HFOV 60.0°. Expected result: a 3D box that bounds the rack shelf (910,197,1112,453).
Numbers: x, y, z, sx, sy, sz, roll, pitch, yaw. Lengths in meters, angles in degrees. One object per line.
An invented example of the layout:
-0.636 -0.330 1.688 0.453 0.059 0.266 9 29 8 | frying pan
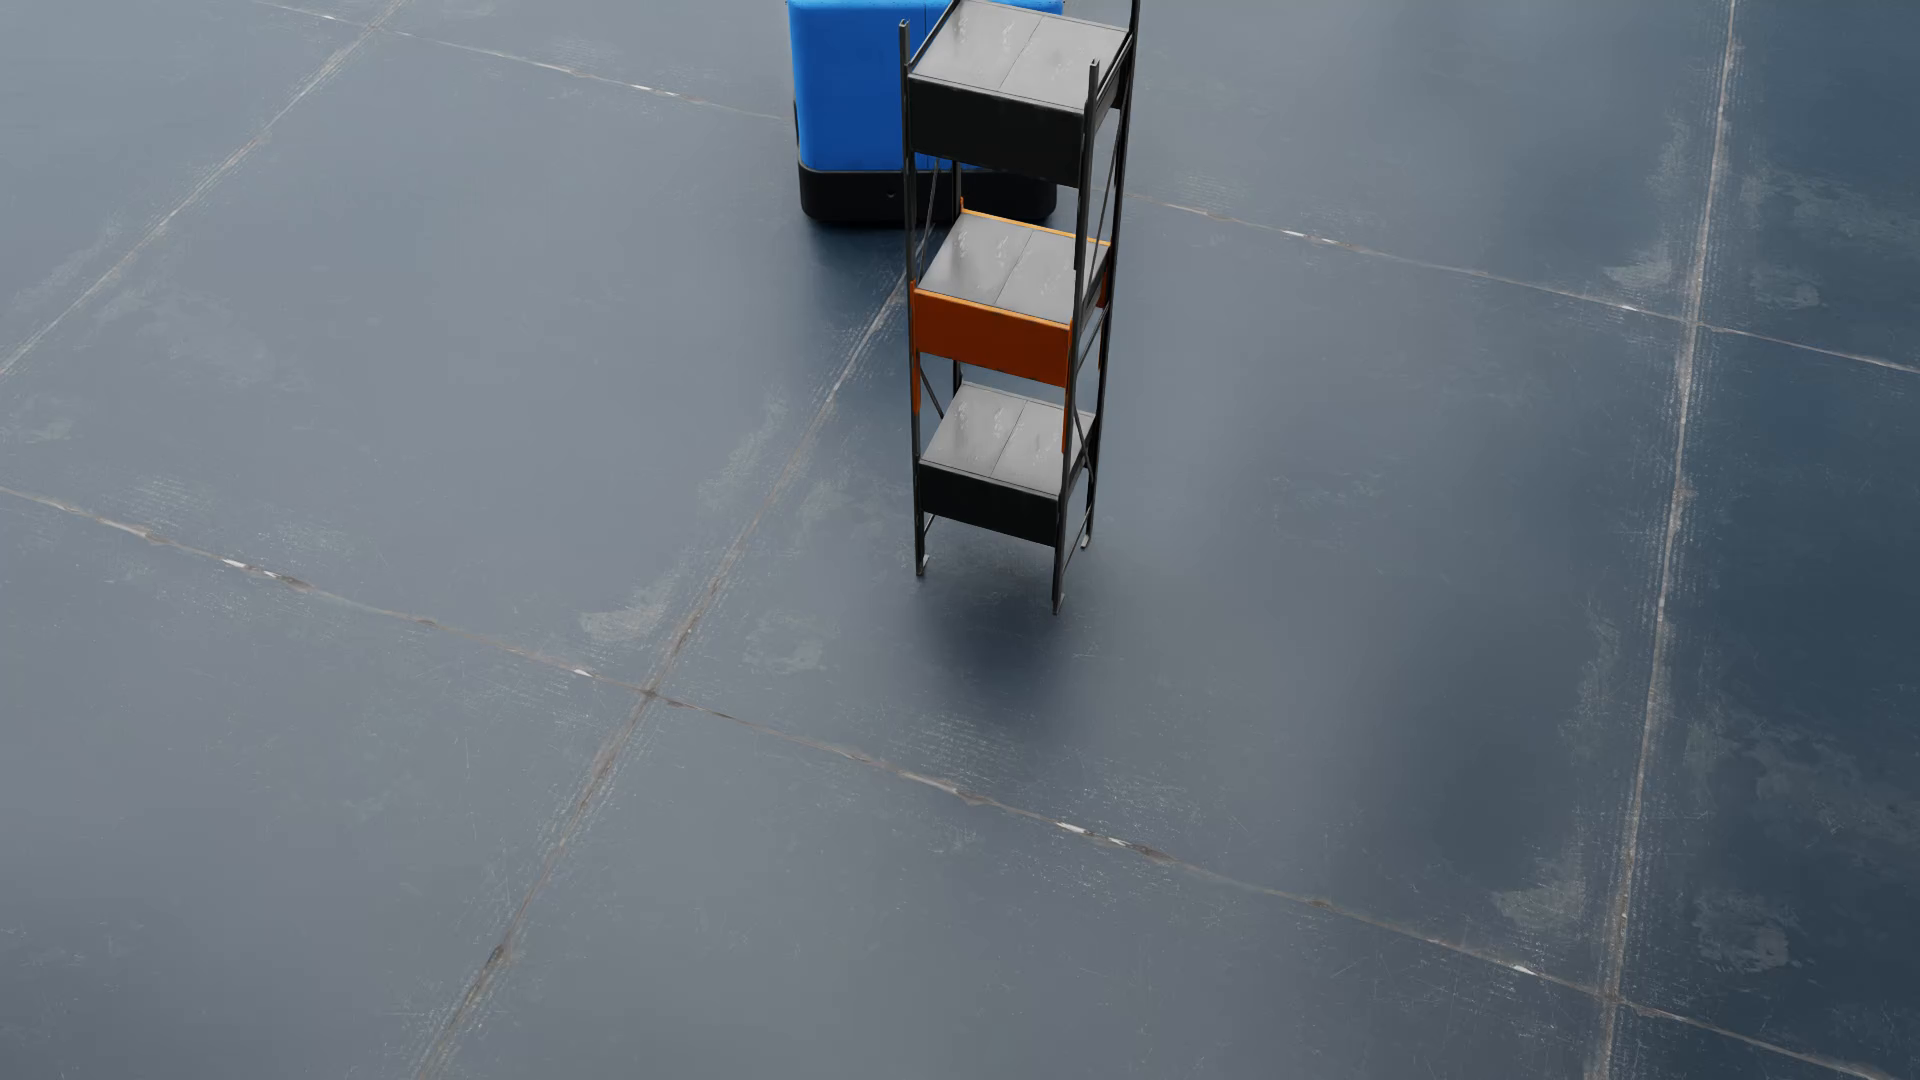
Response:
0.155 -0.635 4.929 0.480 0.518 0.431 16 51 13 | rack shelf

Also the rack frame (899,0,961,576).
-0.074 -0.708 4.974 0.015 2.100 0.400 16 51 13 | rack frame

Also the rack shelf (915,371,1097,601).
0.155 -0.177 5.458 0.480 0.518 0.431 16 51 13 | rack shelf

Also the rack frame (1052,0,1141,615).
0.384 -0.580 4.864 0.015 2.100 0.400 16 51 13 | rack frame

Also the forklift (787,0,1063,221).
-0.139 -3.361 6.723 1.130 2.935 3.031 0 49 0 | forklift

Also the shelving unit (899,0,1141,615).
0.155 -0.644 4.919 0.503 2.100 0.431 16 51 13 | shelving unit

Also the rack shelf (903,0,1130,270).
0.155 -1.094 4.400 0.480 0.518 0.431 16 51 13 | rack shelf
